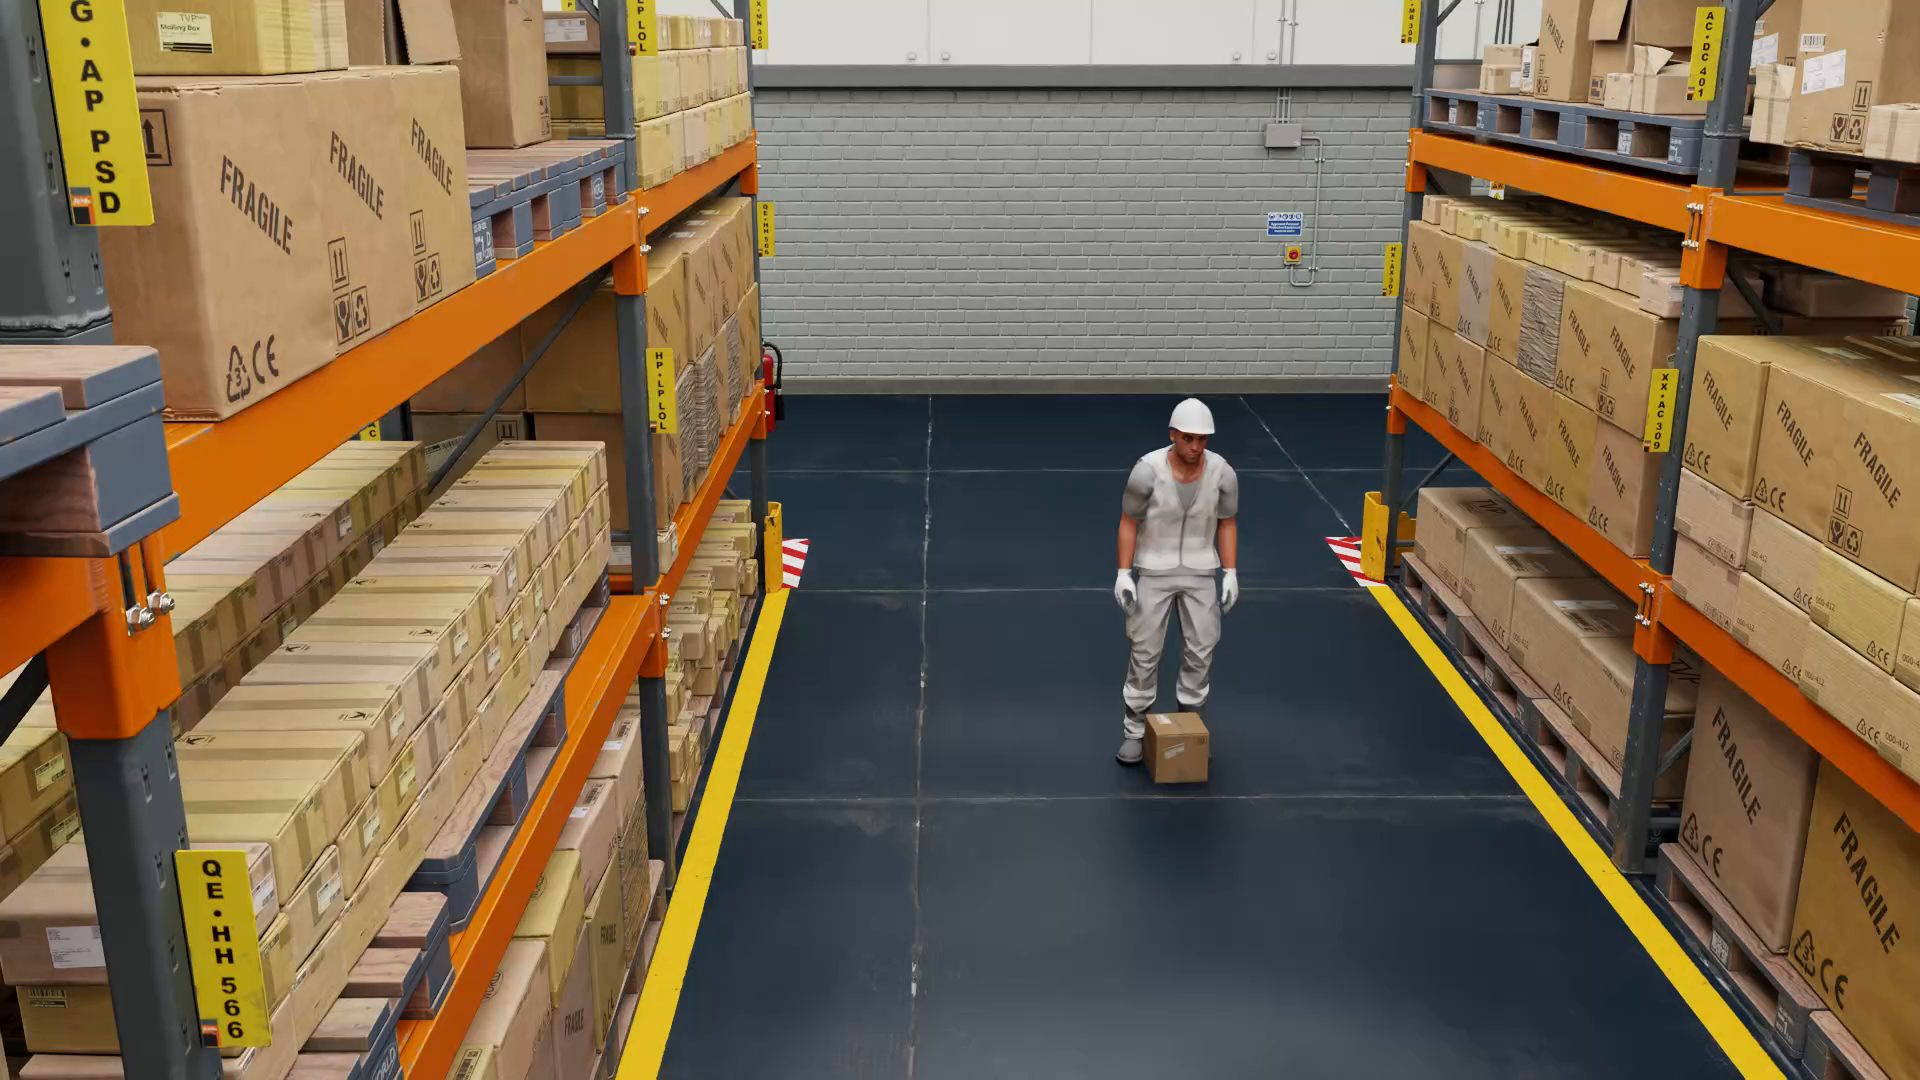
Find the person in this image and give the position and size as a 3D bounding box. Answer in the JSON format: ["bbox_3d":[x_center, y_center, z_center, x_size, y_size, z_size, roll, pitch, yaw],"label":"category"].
[{"bbox_3d":[1.032,0.191,7.894,0.606,1.777,0.454,-1,17,-3],"label":"person"}]
